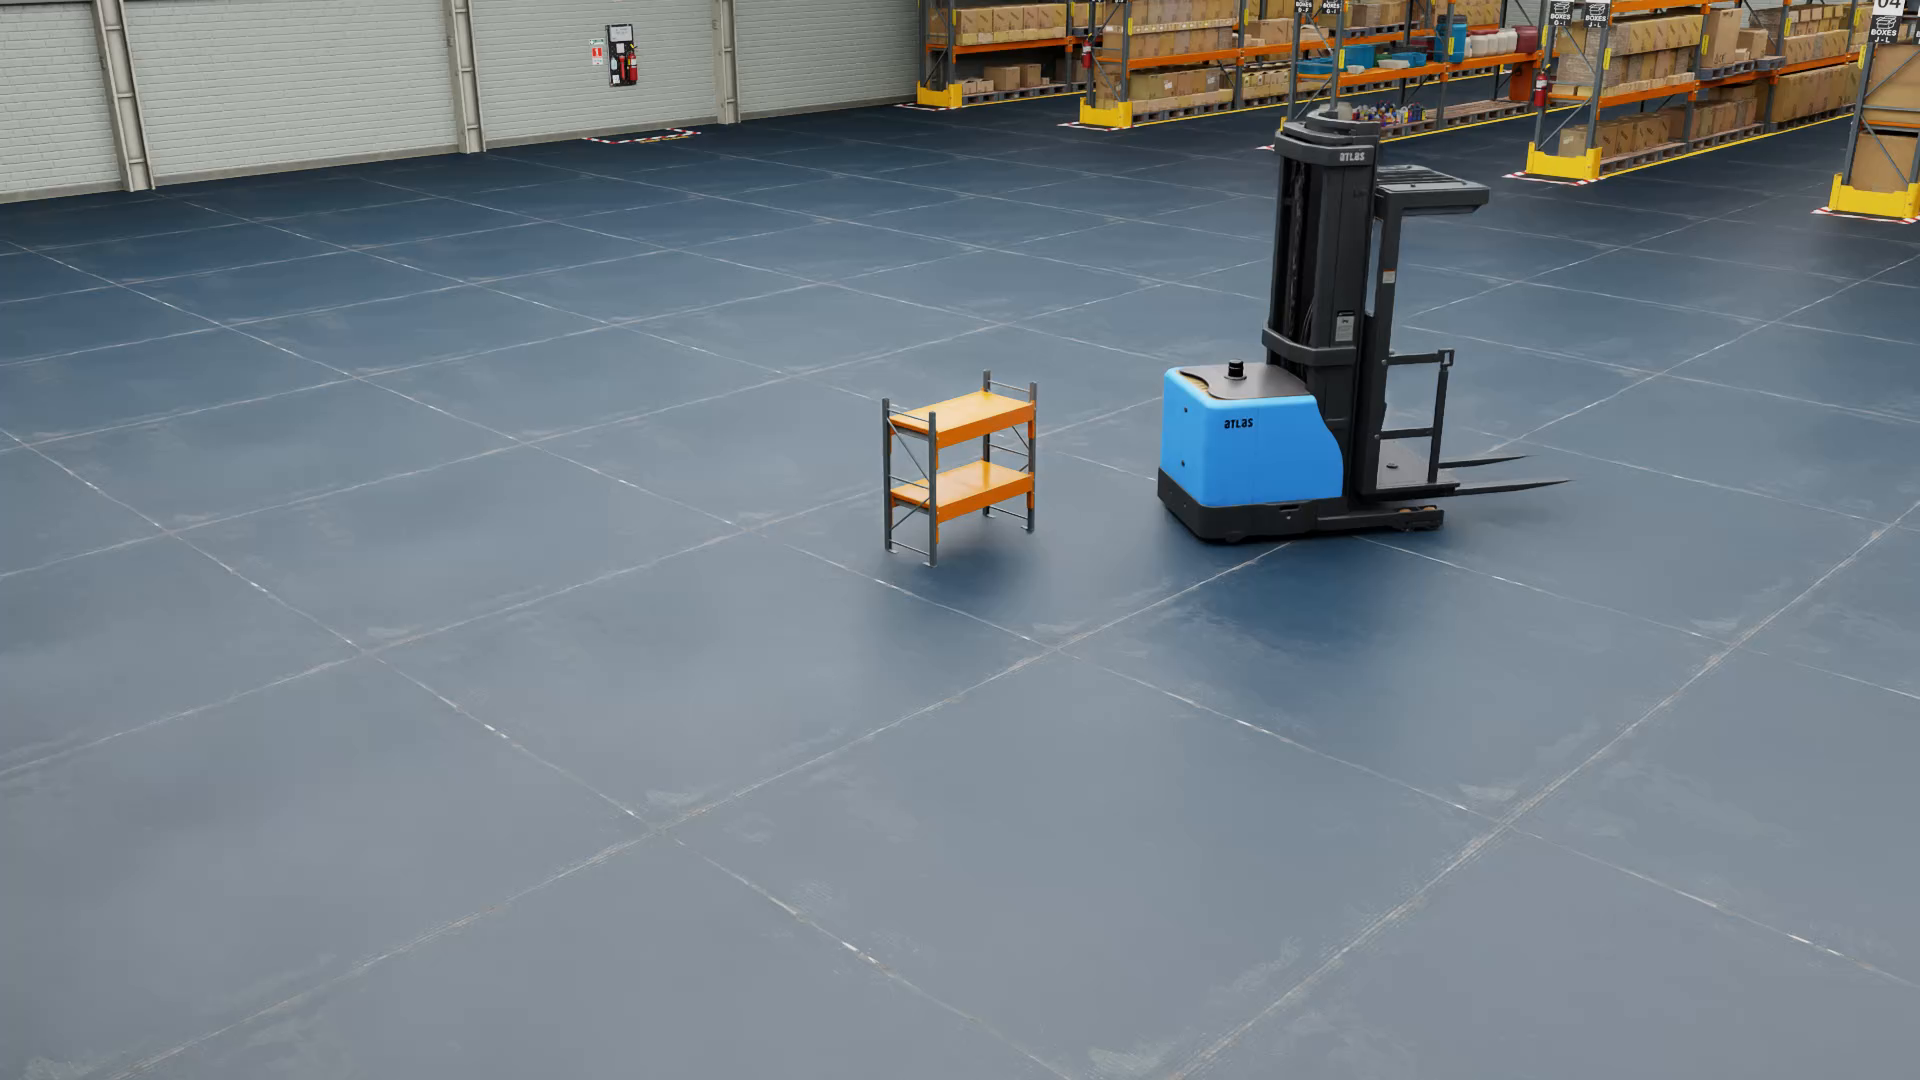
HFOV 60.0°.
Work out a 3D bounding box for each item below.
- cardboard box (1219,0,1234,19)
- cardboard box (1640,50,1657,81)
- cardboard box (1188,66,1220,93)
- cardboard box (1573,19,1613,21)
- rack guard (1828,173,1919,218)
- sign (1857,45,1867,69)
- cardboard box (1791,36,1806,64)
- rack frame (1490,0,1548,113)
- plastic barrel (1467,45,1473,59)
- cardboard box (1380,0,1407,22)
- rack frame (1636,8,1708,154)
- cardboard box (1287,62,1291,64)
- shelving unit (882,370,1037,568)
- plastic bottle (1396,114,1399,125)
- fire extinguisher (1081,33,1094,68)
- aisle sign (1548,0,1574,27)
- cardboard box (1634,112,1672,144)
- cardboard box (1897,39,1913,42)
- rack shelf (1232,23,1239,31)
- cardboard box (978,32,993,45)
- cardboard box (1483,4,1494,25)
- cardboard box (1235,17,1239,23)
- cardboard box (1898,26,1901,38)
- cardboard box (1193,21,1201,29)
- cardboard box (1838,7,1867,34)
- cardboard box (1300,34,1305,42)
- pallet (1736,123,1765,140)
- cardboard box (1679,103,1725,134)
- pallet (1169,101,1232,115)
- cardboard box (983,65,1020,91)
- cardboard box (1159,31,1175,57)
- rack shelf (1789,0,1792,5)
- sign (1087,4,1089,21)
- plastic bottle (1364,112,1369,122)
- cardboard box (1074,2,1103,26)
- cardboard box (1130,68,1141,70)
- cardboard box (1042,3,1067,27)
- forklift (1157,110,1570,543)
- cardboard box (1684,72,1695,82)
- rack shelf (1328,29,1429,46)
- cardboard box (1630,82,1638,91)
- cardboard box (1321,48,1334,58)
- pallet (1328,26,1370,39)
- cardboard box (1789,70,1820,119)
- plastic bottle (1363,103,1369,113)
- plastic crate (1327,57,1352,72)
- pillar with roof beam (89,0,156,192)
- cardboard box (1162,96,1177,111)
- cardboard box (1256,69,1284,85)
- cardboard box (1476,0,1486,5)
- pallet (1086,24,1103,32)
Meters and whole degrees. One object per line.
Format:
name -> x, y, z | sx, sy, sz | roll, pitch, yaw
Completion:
cardboard box -> 5.518, -11.601, 36.128 | 0.700, 0.500, 0.500 | 19, 28, 41
cardboard box -> 11.531, -8.278, 28.876 | 0.875, 0.500, 0.500 | 19, 28, 41
cardboard box -> 5.299, -10.027, 36.184 | 0.500, 0.500, 0.500 | 19, 28, 41
cardboard box -> 10.679, -8.541, 28.167 | 0.500, 0.500, 0.500 | 19, 28, 41
rack guard -> 13.594, -5.115, 24.686 | 1.175, 0.500, 0.348 | 19, 28, 41
sign -> 13.232, -7.079, 24.366 | 0.100, 0.325, 0.005 | 19, 28, 41
cardboard box -> 16.601, -9.849, 33.378 | 0.500, 0.500, 0.500 | 18, 28, 39
rack frame -> 12.160, -10.852, 36.127 | 1.000, 3.000, 0.127 | 19, 28, 41
plastic barrel -> 10.403, -10.061, 34.262 | 0.301, 0.262, 0.301 | 0, 21, 0
cardboard box -> 10.913, -13.298, 41.765 | 0.700, 0.500, 0.500 | 9, 23, 23
rack frame -> 12.918, -8.584, 30.226 | 1.000, 3.000, 0.127 | 19, 28, 41
cardboard box -> 8.038, -11.206, 39.513 | 0.500, 0.311, 0.500 | -19, 28, -40
shelving unit -> 0.005, -0.527, 11.877 | 0.538, 1.125, 1.048 | 19, 28, 41
plastic bottle -> 8.588, -8.275, 32.709 | 0.097, 0.201, 0.097 | 0, 21, 0
fire extinguisher -> 2.617, -10.086, 34.242 | 0.296, 0.674, 0.183 | 19, 28, 41
aisle sign -> 9.870, -8.828, 27.239 | 0.394, 0.787, 0.004 | 19, 28, 41
cardboard box -> 12.610, -7.520, 30.358 | 0.500, 0.500, 0.500 | 18, 28, 39
cardboard box -> 14.215, -7.112, 24.684 | 0.875, 0.550, 0.550 | 19, 28, 41
rack shelf -> 6.457, -13.510, 44.044 | 1.077, 0.370, 4.000 | 19, 28, 41
cardboard box -> 0.401, -11.397, 37.727 | 0.500, 0.250, 0.500 | 18, 28, 39
cardboard box -> 13.717, -13.878, 43.861 | 0.500, 0.500, 0.500 | 20, 28, 41
cardboard box -> 7.305, -13.885, 44.341 | 0.380, 0.149, 0.250 | 19, 28, 41
cardboard box -> 20.787, -11.416, 37.390 | 0.500, 0.250, 0.500 | 19, 28, 40
cardboard box -> 4.900, -10.964, 35.376 | 0.250, 0.149, 0.380 | -19, 28, -41
cardboard box -> 19.016, -11.118, 35.570 | 0.500, 0.500, 0.500 | 19, 28, 41
cardboard box -> 7.764, -11.633, 38.510 | 0.250, 0.149, 0.380 | -18, 27, -38
pallet -> 15.162, -8.110, 32.880 | 1.003, 0.211, 1.213 | 19, 28, 41
cardboard box -> 14.098, -8.037, 31.674 | 0.700, 0.500, 0.500 | 16, 26, 36
pallet -> 5.238, -9.569, 36.675 | 1.003, 0.211, 1.213 | 19, 28, 41
cardboard box -> 0.973, -10.791, 38.841 | 0.700, 0.500, 0.500 | 17, 27, 37
cardboard box -> 4.081, -10.462, 34.973 | 0.700, 0.500, 0.500 | 19, 28, 41
rack shelf -> 17.104, -11.191, 33.830 | 1.077, 0.370, 4.000 | 19, 28, 41
sign -> 2.654, -10.826, 34.117 | 0.100, 0.325, 0.005 | 19, 28, 41
plastic bottle -> 8.068, -8.394, 33.021 | 0.097, 0.201, 0.097 | 0, 21, 0
cardboard box -> 3.046, -12.819, 40.493 | 0.500, 0.500, 0.700 | -17, 27, -37
cardboard box -> 4.154, -12.068, 42.163 | 0.700, 0.500, 0.500 | 19, 28, 41
cardboard box -> 2.163, -12.393, 39.274 | 0.500, 0.500, 0.500 | 19, 28, 41
forklift -> 3.085, -1.607, 12.170 | 3.031, 2.935, 1.130 | -5, 22, -12
cardboard box -> 12.979, -8.338, 29.936 | 0.380, 0.149, 0.250 | 19, 28, 41
rack shelf -> 10.009, -12.271, 40.821 | 1.077, 0.370, 4.000 | 19, 28, 41
cardboard box -> 11.365, -7.775, 28.472 | 0.380, 0.149, 0.250 | 19, 28, 41
cardboard box -> 9.134, -11.796, 40.408 | 0.500, 0.250, 0.500 | -19, 28, -40
pallet -> 9.036, -12.195, 39.888 | 1.213, 0.211, 1.003 | 19, 28, 41
cardboard box -> 16.832, -9.216, 34.247 | 1.225, 0.875, 0.875 | 19, 28, 41
plastic bottle -> 8.081, -8.531, 33.168 | 0.144, 0.351, 0.185 | 19, 28, 40
plastic crate -> 7.171, -9.095, 31.763 | 0.499, 0.251, 0.408 | 19, 28, 41
pillar with roof beam -> -10.123, -8.767, 22.341 | 9.100, 9.000, 0.400 | 19, 28, 41
cardboard box -> 4.261, -9.289, 35.307 | 0.500, 0.250, 0.500 | 19, 28, 41
cardboard box -> 7.003, -10.543, 37.789 | 0.500, 0.311, 0.500 | 18, 27, 39
cardboard box -> 13.371, -14.214, 43.343 | 0.500, 0.500, 0.500 | -19, 28, -41
pallet -> 3.710, -12.723, 41.262 | 1.003, 0.211, 1.213 | 19, 28, 41
